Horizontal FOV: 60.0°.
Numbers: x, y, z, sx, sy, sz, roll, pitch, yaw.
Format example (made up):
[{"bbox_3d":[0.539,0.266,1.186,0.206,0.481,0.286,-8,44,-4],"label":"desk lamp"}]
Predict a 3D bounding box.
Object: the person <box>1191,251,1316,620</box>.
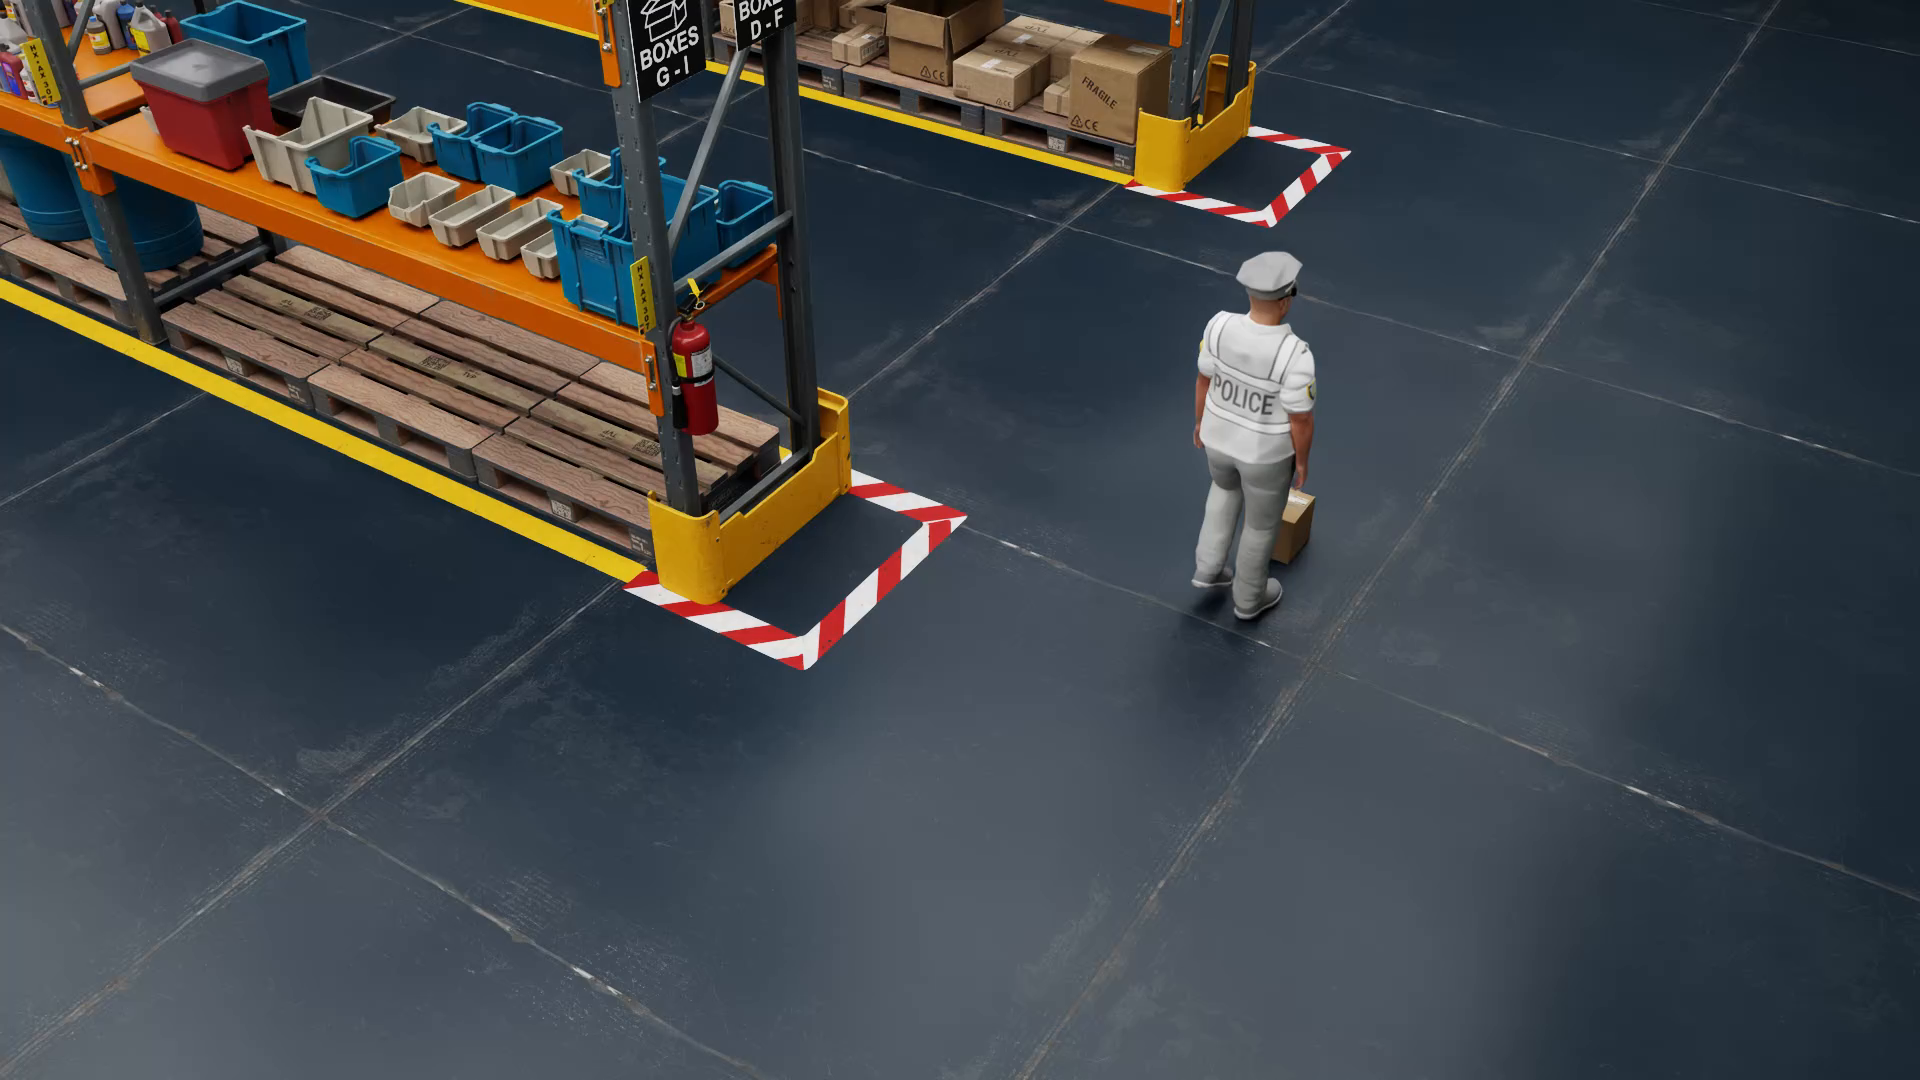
[{"bbox_3d":[1.267,-0.433,7.194,0.572,1.767,0.421,26,45,29],"label":"person"}]
